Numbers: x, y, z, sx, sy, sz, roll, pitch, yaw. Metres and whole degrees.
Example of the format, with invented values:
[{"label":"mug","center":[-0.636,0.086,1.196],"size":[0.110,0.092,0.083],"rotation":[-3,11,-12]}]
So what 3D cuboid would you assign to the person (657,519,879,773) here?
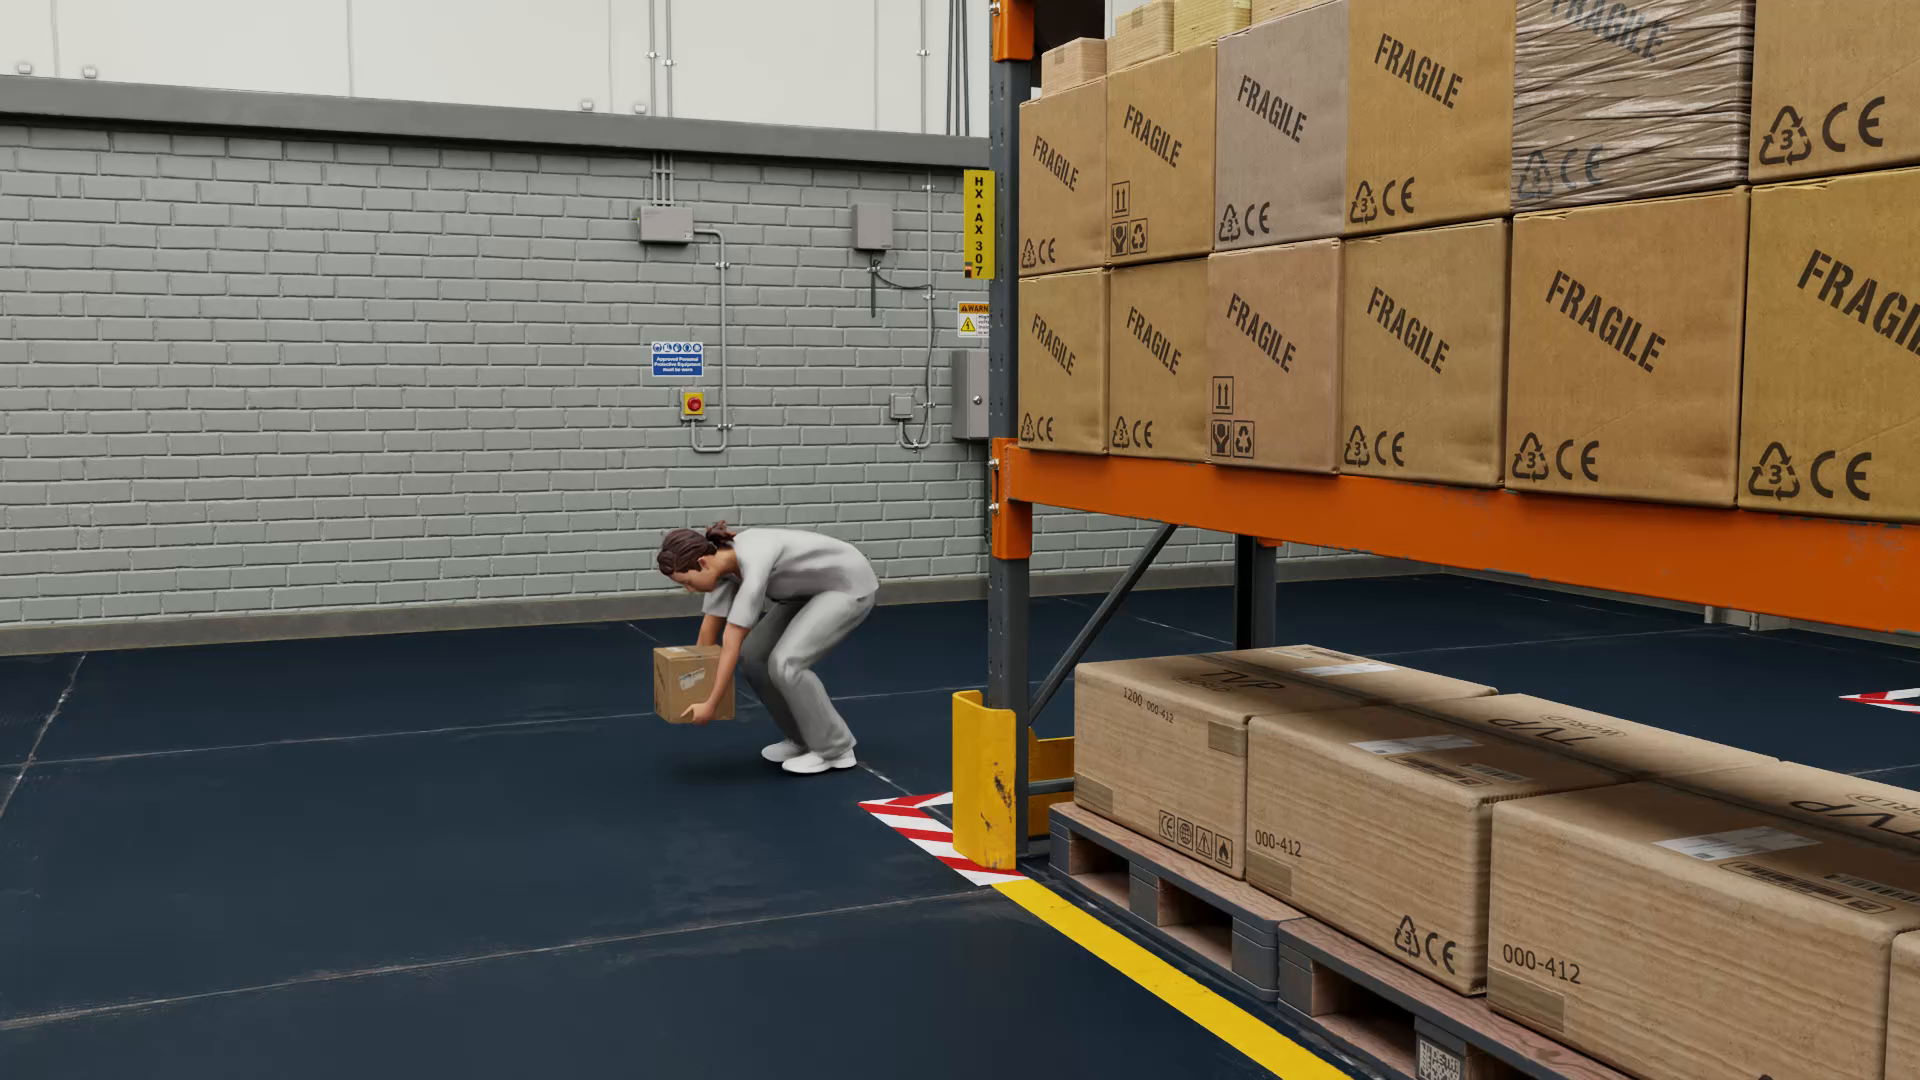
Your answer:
[{"label":"person","center":[-0.736,0.400,6.411],"size":[0.866,0.985,0.475],"rotation":[-3,6,-26]}]
